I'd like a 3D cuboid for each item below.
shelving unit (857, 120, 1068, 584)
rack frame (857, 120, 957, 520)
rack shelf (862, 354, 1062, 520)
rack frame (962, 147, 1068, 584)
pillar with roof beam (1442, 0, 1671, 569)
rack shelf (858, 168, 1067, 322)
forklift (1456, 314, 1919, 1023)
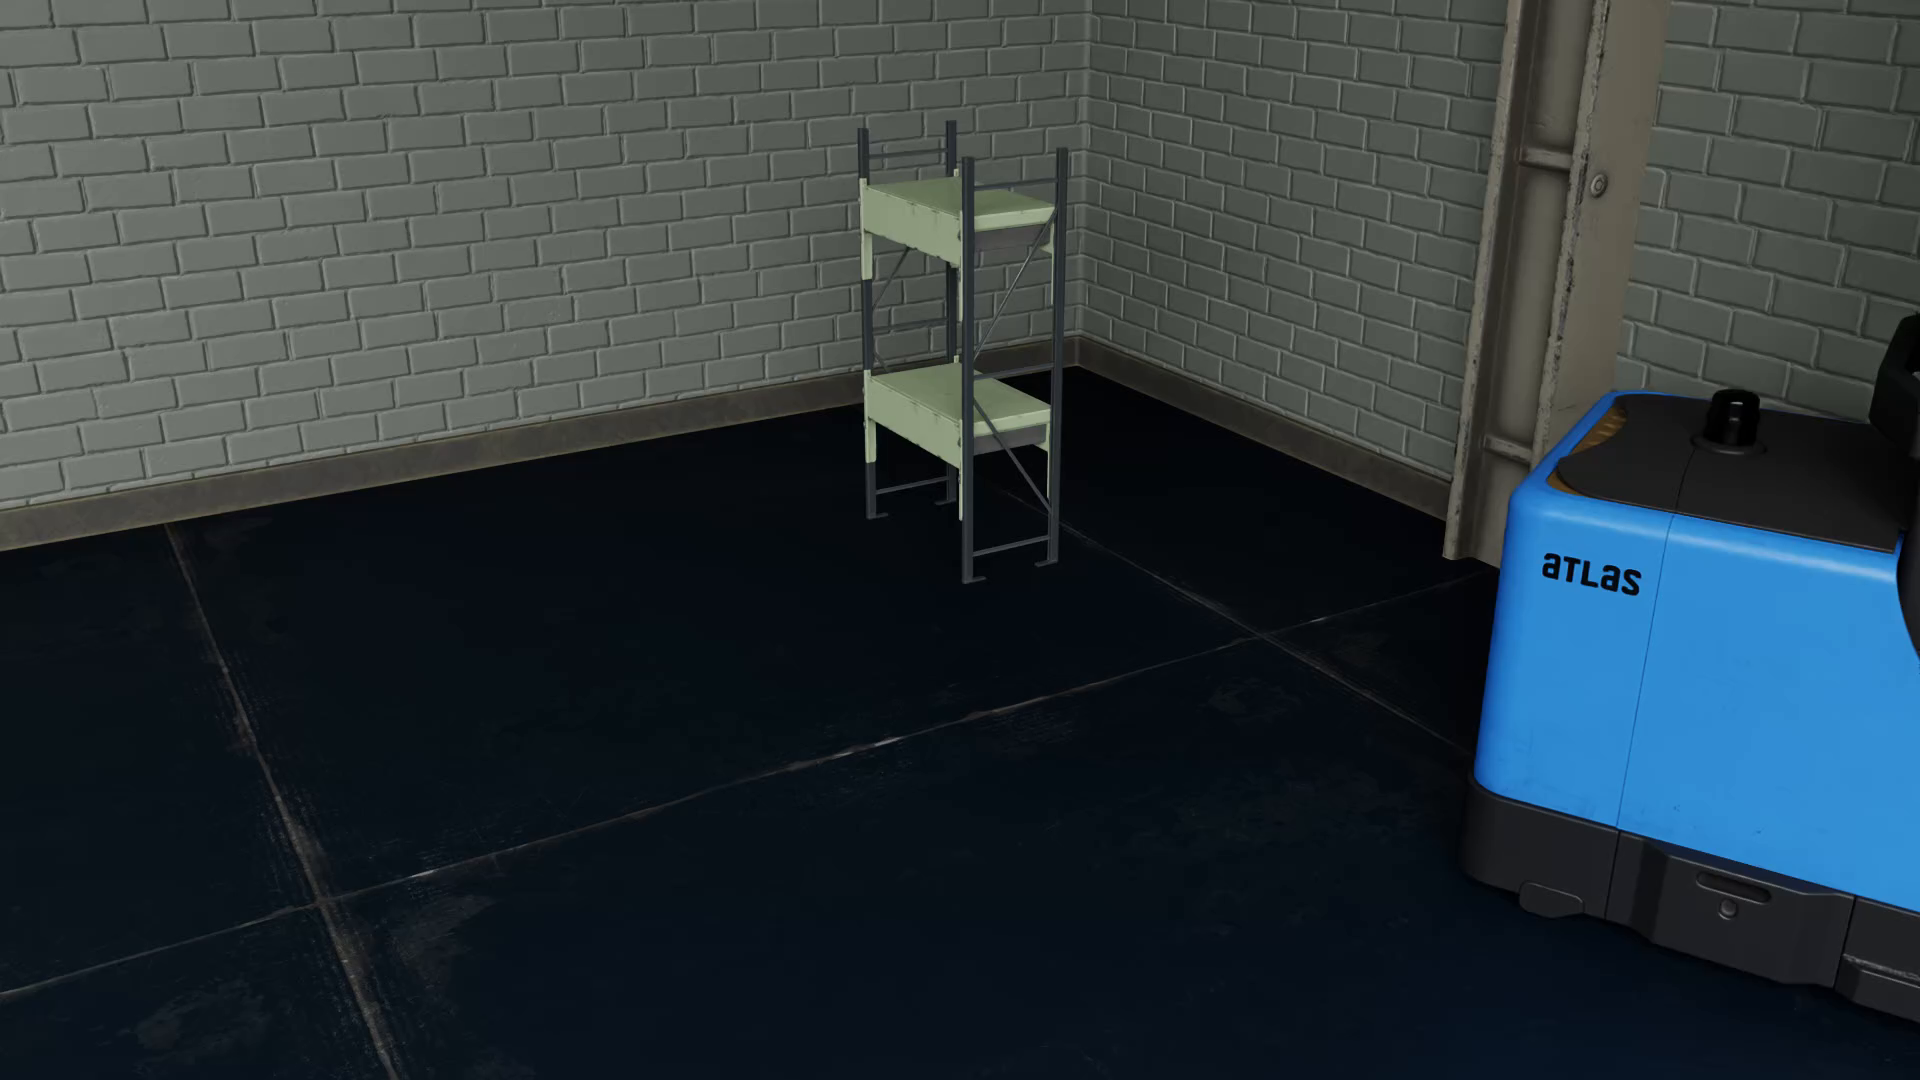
[{"bbox_3d":[-0.003,-0.697,6.034,0.431,1.500,0.755,-13,25,-28],"label":"shelving unit"},{"bbox_3d":[-0.190,-0.815,6.326,0.400,1.500,0.023,-13,25,-28],"label":"rack frame"},{"bbox_3d":[-0.003,-0.395,6.157,0.431,0.370,0.720,-13,25,-28],"label":"rack shelf"},{"bbox_3d":[0.184,-0.578,5.743,0.400,1.500,0.023,-13,25,-28],"label":"rack frame"},{"bbox_3d":[-1.682,-3.249,2.354,9.100,9.000,0.400,-13,25,-28],"label":"pillar with roof beam"},{"bbox_3d":[-0.003,-1.058,5.887,0.431,0.370,0.720,-13,25,-28],"label":"rack shelf"},{"bbox_3d":[2.757,-0.334,3.240,3.031,2.935,1.130,13,26,30],"label":"forklift"}]
